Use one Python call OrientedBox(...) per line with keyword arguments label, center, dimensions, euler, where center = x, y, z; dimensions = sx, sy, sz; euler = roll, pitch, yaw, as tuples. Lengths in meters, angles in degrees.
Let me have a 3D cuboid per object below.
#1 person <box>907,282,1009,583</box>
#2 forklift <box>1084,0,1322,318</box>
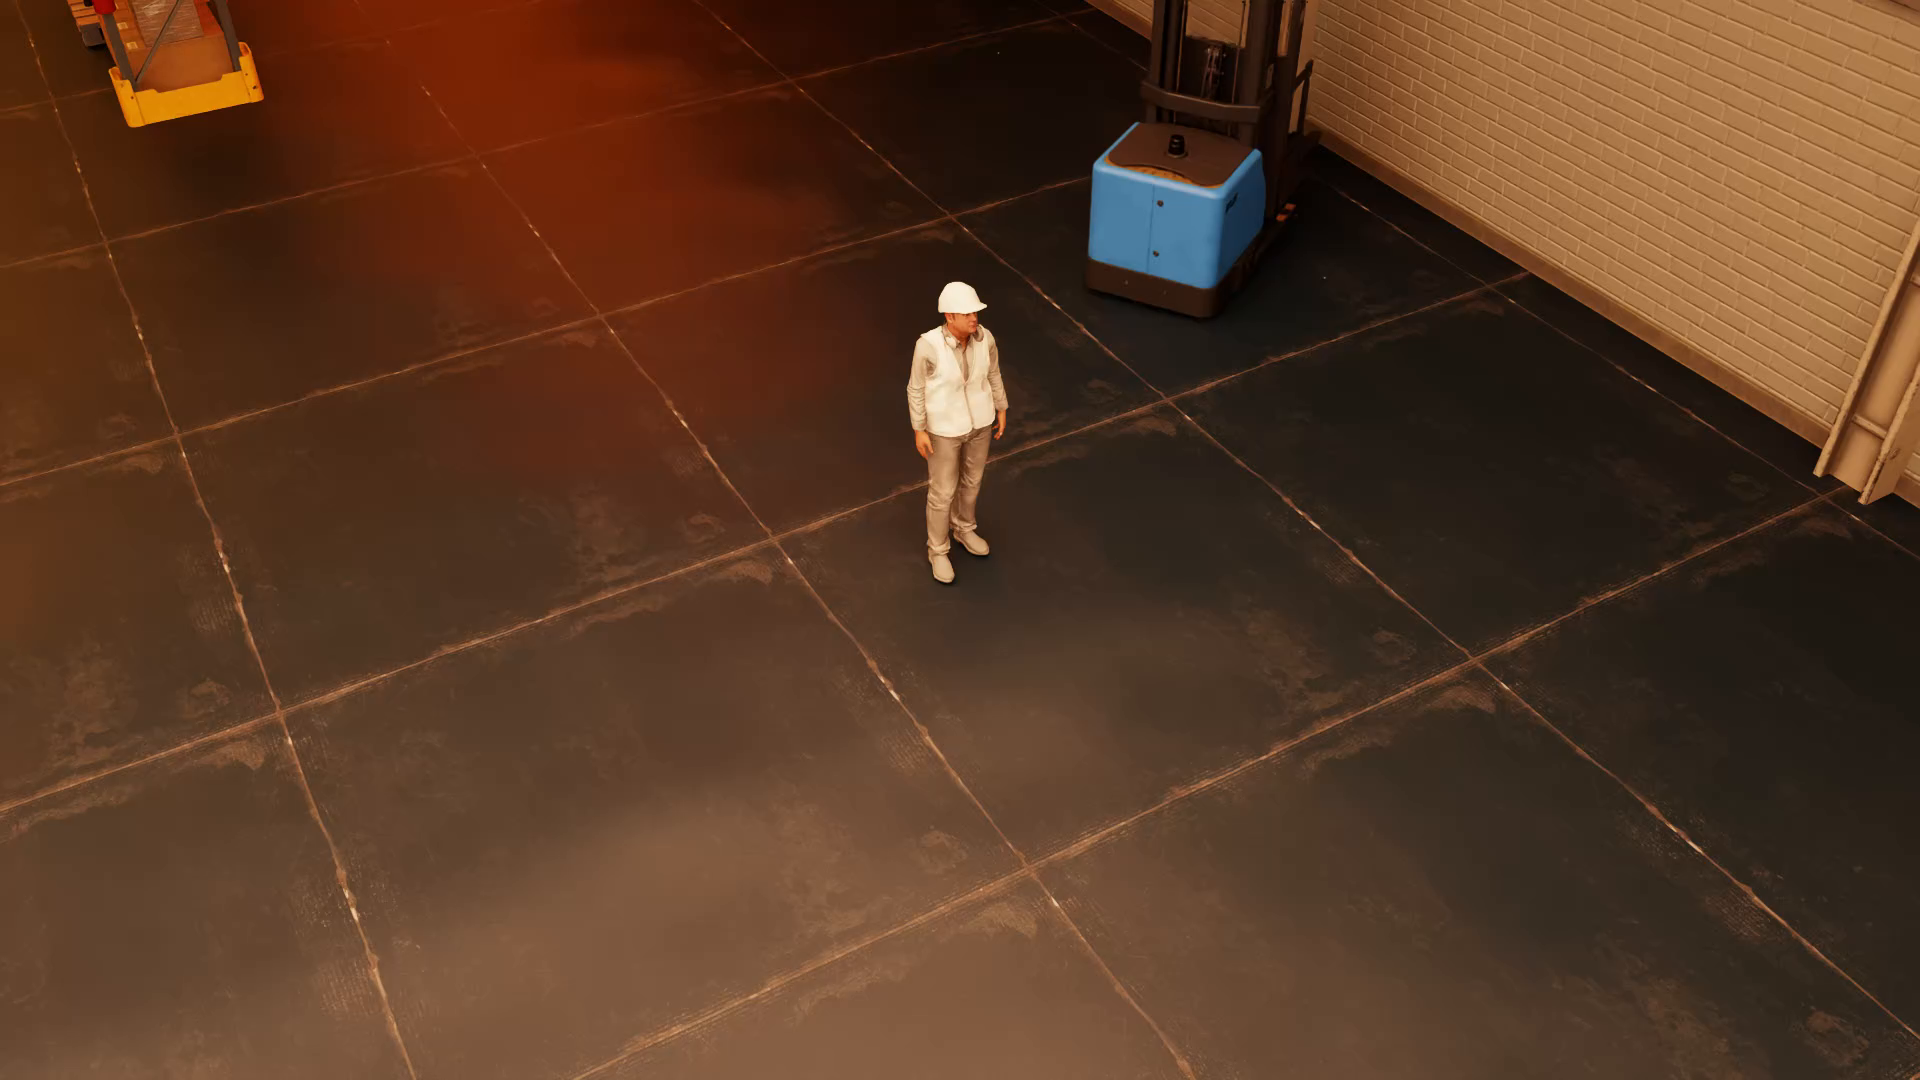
OrientedBox(label="person", center=(0.025, -0.650, 9.718), dimensions=(0.634, 1.770, 0.566), euler=(-20, 44, -23))
OrientedBox(label="forklift", center=(2.077, -3.686, 12.480), dimensions=(1.130, 2.935, 3.031), euler=(19, 43, 21))
